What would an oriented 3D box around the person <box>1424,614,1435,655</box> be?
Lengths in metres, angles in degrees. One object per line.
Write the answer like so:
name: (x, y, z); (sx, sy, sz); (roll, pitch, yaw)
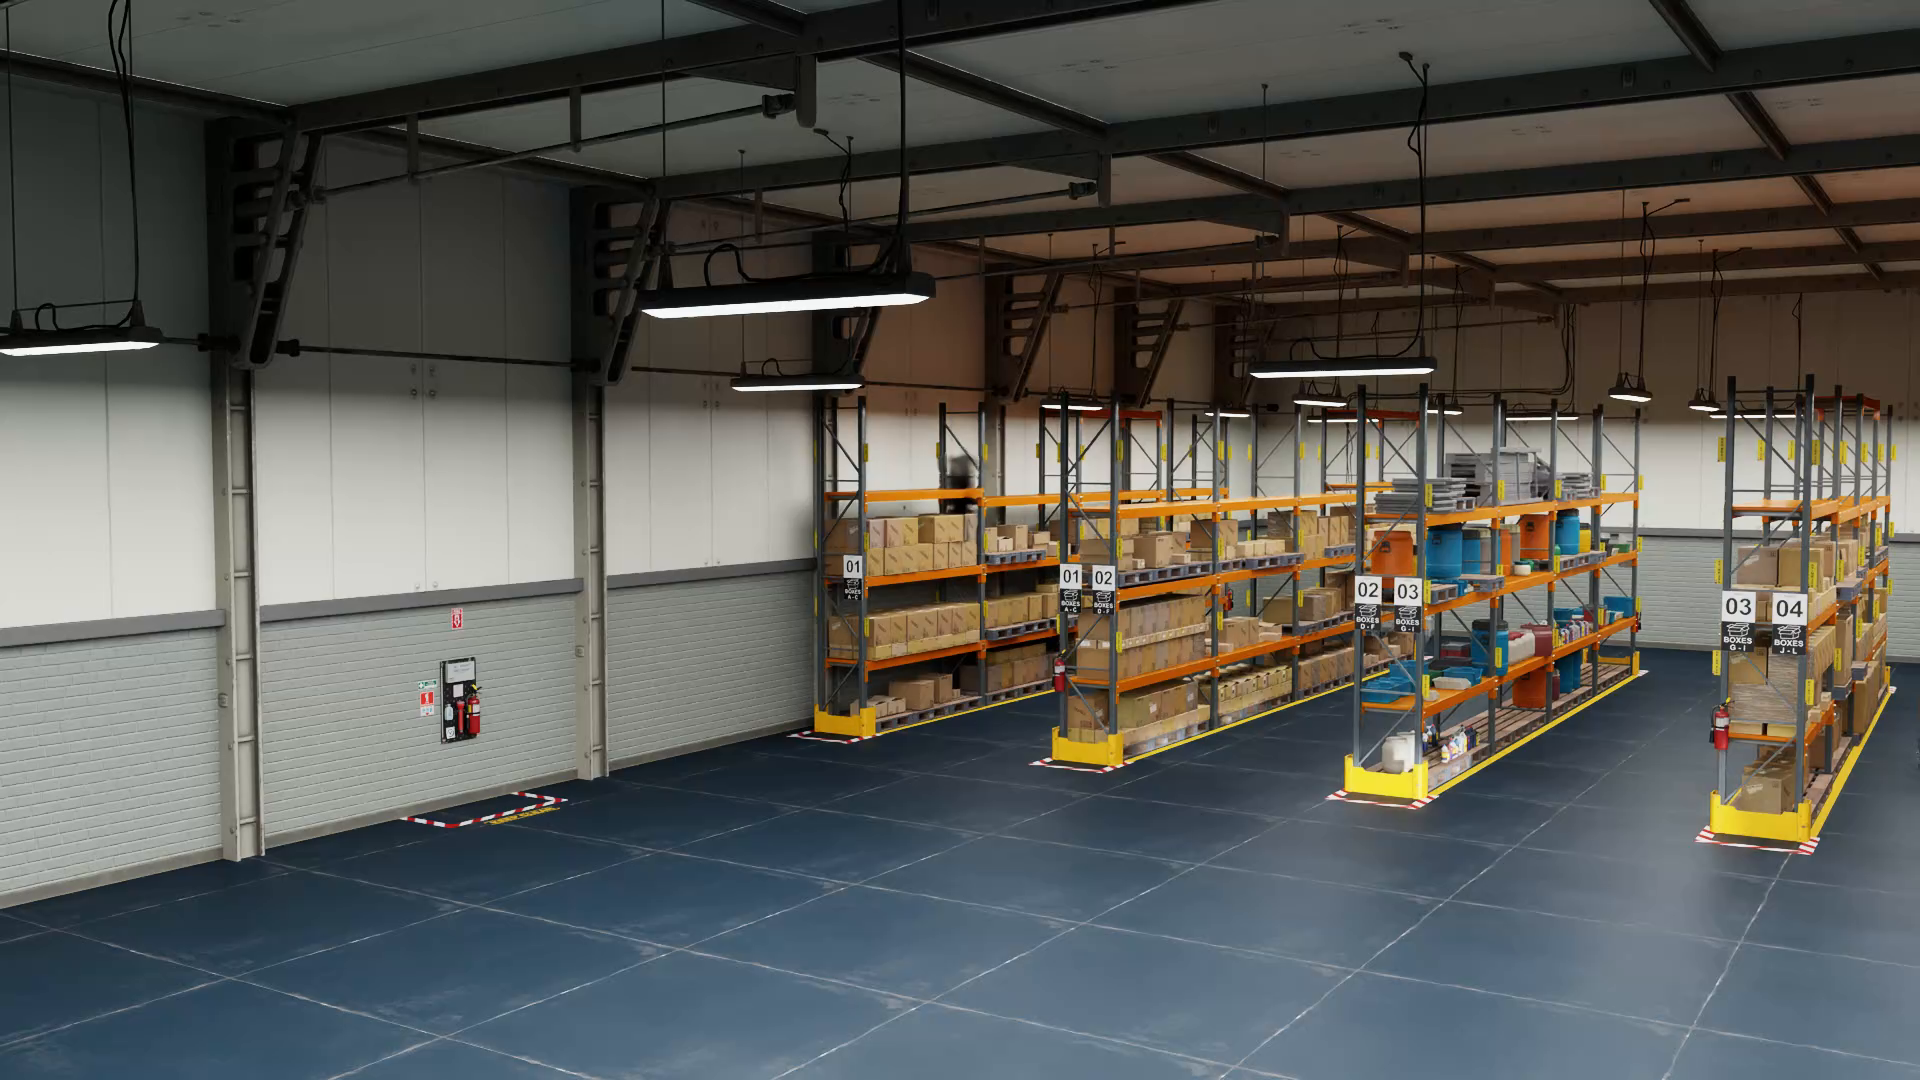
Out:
person: (11.468, 1.976, 41.203); (0.715, 1.721, 0.580); (-1, 3, -21)
